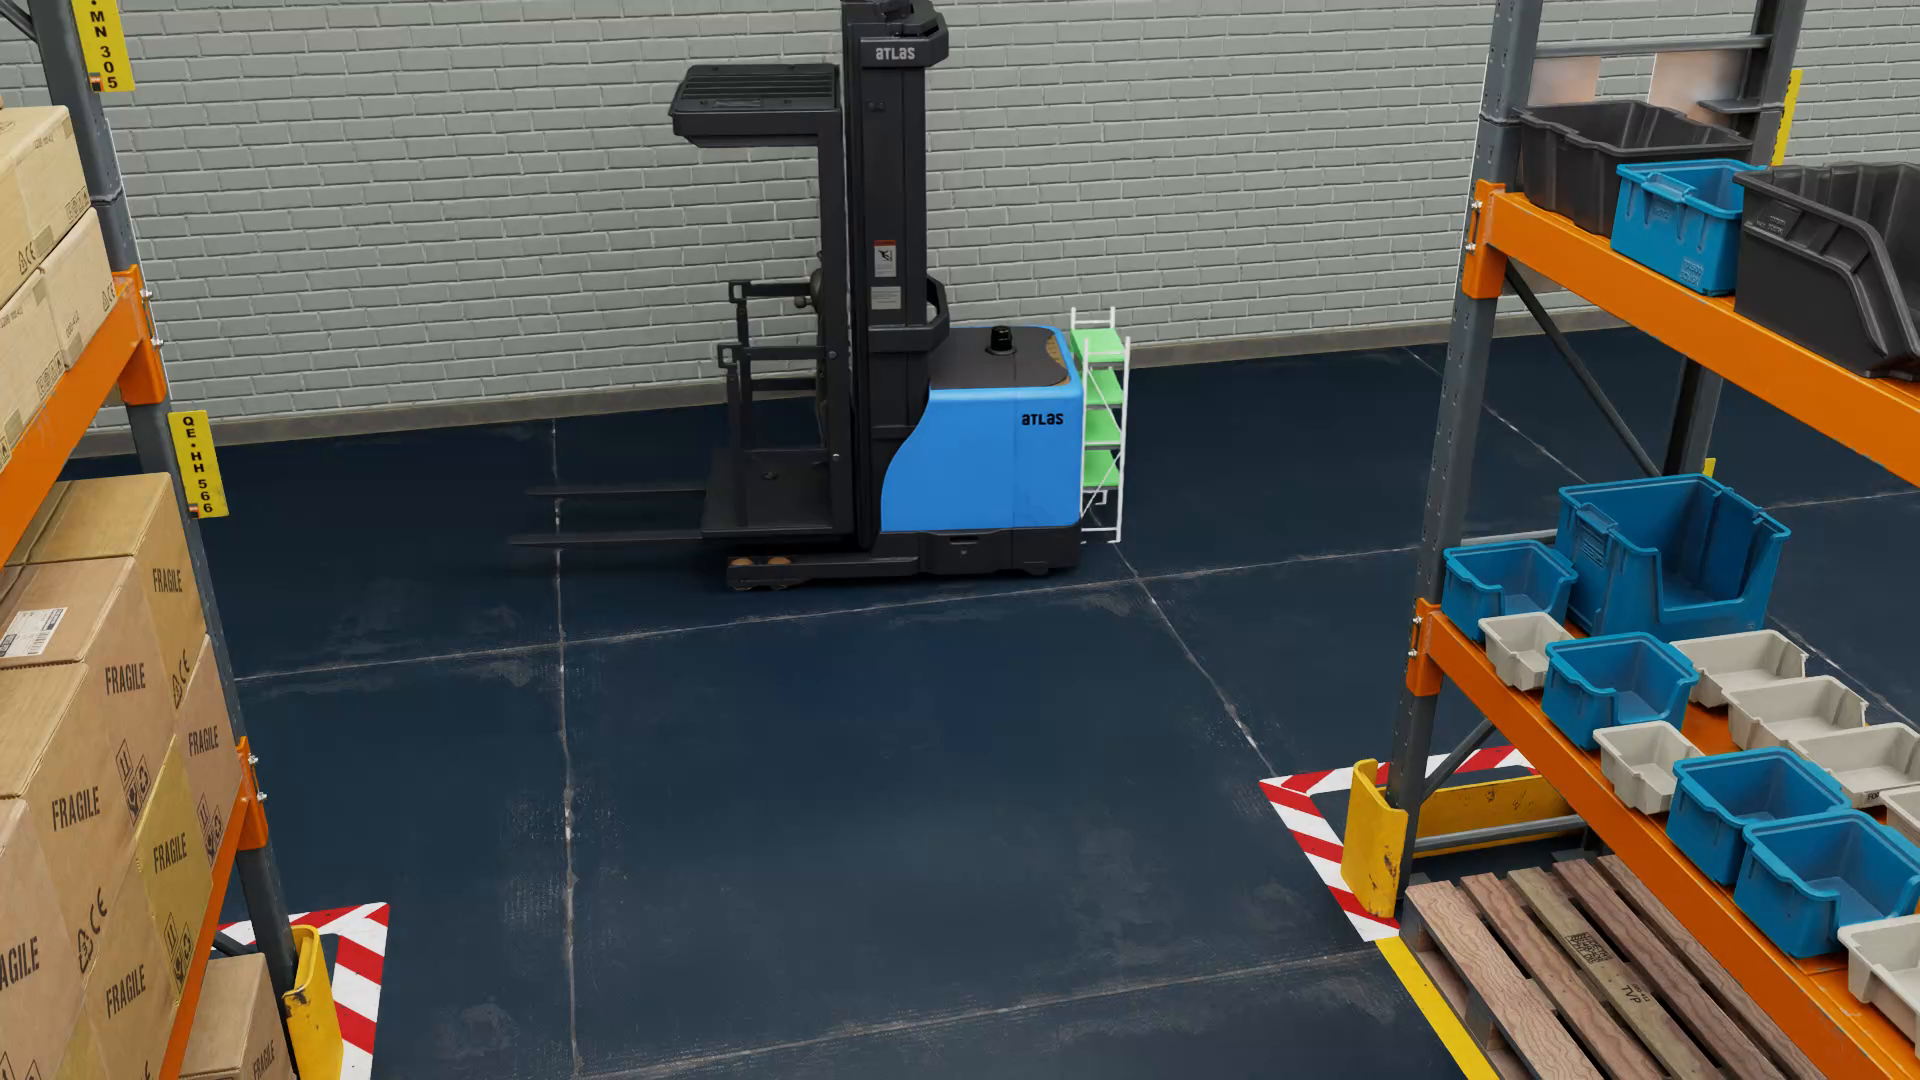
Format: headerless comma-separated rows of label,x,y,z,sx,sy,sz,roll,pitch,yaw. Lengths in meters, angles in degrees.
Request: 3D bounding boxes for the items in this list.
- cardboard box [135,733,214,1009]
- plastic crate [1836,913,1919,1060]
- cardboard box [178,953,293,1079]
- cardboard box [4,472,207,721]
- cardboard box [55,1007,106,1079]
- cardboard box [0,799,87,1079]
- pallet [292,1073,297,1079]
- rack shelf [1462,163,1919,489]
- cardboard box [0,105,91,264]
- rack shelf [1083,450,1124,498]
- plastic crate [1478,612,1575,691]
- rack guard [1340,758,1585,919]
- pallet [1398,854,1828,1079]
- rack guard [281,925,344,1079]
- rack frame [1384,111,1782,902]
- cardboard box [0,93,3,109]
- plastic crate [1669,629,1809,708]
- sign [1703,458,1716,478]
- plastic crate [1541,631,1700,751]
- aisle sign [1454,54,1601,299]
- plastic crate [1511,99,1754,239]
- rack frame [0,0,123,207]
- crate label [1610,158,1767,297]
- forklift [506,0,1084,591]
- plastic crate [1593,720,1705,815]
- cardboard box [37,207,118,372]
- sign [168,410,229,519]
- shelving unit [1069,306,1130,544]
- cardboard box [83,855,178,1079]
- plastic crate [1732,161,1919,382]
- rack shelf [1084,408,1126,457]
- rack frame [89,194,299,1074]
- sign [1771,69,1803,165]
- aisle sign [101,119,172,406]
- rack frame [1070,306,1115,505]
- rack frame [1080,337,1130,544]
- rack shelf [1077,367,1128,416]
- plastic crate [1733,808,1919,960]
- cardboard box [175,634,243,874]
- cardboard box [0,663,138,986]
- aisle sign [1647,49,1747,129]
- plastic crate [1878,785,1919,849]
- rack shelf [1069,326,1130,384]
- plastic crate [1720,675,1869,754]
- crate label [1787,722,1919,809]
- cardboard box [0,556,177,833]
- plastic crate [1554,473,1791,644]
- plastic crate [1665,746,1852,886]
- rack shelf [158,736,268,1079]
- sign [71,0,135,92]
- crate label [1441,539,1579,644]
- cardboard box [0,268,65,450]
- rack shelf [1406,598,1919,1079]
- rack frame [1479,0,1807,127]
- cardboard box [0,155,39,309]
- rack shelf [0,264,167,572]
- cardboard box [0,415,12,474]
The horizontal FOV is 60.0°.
cardboard box,-2.213,0.846,4.134,0.500,0.500,0.500,-6,27,-11
plastic crate,2.344,1.106,3.956,0.293,0.136,0.466,-6,27,-12
cardboard box,-2.337,1.627,4.983,0.500,0.500,0.500,-6,27,-12
cardboard box,-2.331,0.171,4.362,0.500,0.500,0.500,-6,27,-12
cardboard box,-1.992,1.287,3.261,0.500,0.500,0.500,-6,27,-12
cardboard box,-1.979,0.845,3.026,0.500,0.500,0.500,-5,27,-10
pallet,-2.501,2.122,4.811,1.003,0.211,1.213,-6,27,-12
rack shelf,2.578,-0.147,3.682,1.077,0.370,4.000,-6,27,-12
cardboard box,-2.335,-0.801,3.792,0.500,0.250,0.500,-6,27,-12
rack shelf,0.749,-0.359,9.304,0.258,0.148,0.480,-2,27,-4
plastic crate,1.854,0.375,5.405,0.250,0.136,0.298,-6,27,-12
rack guard,2.110,1.100,6.517,1.175,0.500,0.348,-6,27,-12
pallet,2.276,1.604,5.838,1.003,0.211,1.213,-6,27,-12
rack guard,-2.682,1.643,5.439,1.175,0.500,0.348,-6,27,-12
rack frame,2.128,-0.007,5.935,1.000,3.000,0.127,-6,27,-12
cardboard box,-2.567,-1.112,3.575,0.700,0.500,0.500,-6,27,-12
plastic crate,2.488,0.423,5.308,0.396,0.136,0.243,-6,27,-12
sign,2.660,-0.143,6.023,0.100,0.325,0.005,-6,27,-12
plastic crate,2.011,0.472,5.106,0.416,0.233,0.300,-6,27,-12
aisle sign,1.822,-1.169,5.352,0.394,0.787,0.004,-6,27,-12
plastic crate,1.943,-1.091,4.898,0.497,0.269,0.590,-6,27,-12
rack frame,-2.699,-2.184,3.590,1.000,3.000,0.127,-6,27,-12
crate label,2.021,-0.842,4.425,0.408,0.251,0.502,-6,27,-12
forklift,-0.896,-1.290,8.553,3.031,2.935,1.130,-2,27,-4
plastic crate,2.007,0.673,4.815,0.250,0.136,0.298,-6,27,-12
cardboard box,-2.326,-0.579,3.906,0.500,0.250,0.500,-6,27,-12
sign,-2.154,-0.211,4.704,0.100,0.325,0.005,-6,27,-12
shelving unit,0.749,-0.630,9.167,0.258,1.200,0.503,-2,27,-4
cardboard box,-2.106,1.066,3.699,0.500,0.500,0.500,-6,27,-11
plastic crate,2.204,-0.620,3.889,0.504,0.338,0.767,-6,27,-12
rack shelf,0.749,-0.573,9.196,0.258,0.148,0.480,-2,27,-4
rack frame,-2.699,0.494,4.942,1.000,3.000,0.127,-6,27,-12
sign,2.660,-1.363,5.408,0.100,0.325,0.005,-6,27,-12
aisle sign,-2.416,-0.727,4.477,0.394,0.787,0.004,-6,27,-12
rack frame,0.730,-0.740,9.384,0.240,1.200,0.015,-2,27,-4
rack frame,0.768,-0.521,8.950,0.240,1.200,0.015,-2,27,-4
rack shelf,0.749,-0.787,9.088,0.258,0.148,0.480,-2,27,-4
plastic crate,2.227,0.892,4.272,0.416,0.233,0.300,-6,27,-12
cardboard box,-2.333,0.619,4.585,0.500,0.500,0.500,-5,27,-10
cardboard box,-2.095,0.619,3.473,0.500,0.500,0.500,-5,27,-10
aisle sign,2.397,-1.229,5.471,0.394,0.787,0.004,-6,27,-12
plastic crate,2.710,0.800,4.562,0.298,0.136,0.250,-6,27,-12
rack shelf,0.749,-1.002,8.980,0.258,0.148,0.480,-2,27,-4
plastic crate,2.539,0.552,5.053,0.396,0.136,0.243,-6,27,-12
crate label,2.626,0.672,4.816,0.396,0.136,0.243,-6,27,-12
cardboard box,-2.216,0.392,3.923,0.500,0.500,0.500,-5,27,-10
plastic crate,2.385,0.078,5.660,0.616,0.435,0.499,-6,27,-12
plastic crate,2.159,0.761,4.533,0.416,0.233,0.300,-6,27,-12
rack shelf,-2.248,1.693,3.365,1.077,0.370,4.000,-6,27,-12
sign,-2.154,-1.288,4.161,0.100,0.325,0.005,-6,27,-12
crate label,1.863,0.183,5.678,0.416,0.233,0.303,-6,27,-12
cardboard box,-2.224,-0.359,3.469,0.500,0.250,0.500,-6,27,-12
rack shelf,2.578,1.192,4.358,1.077,0.370,4.000,-6,27,-12
rack frame,2.128,-2.685,4.583,1.000,3.000,0.127,-6,27,-12
cardboard box,-2.222,-0.582,3.357,0.500,0.250,0.500,-6,27,-12
rack shelf,-2.248,0.354,2.689,1.077,0.370,4.000,-6,27,-12
cardboard box,-2.099,-0.140,3.037,0.500,0.250,0.500,-6,27,-12
